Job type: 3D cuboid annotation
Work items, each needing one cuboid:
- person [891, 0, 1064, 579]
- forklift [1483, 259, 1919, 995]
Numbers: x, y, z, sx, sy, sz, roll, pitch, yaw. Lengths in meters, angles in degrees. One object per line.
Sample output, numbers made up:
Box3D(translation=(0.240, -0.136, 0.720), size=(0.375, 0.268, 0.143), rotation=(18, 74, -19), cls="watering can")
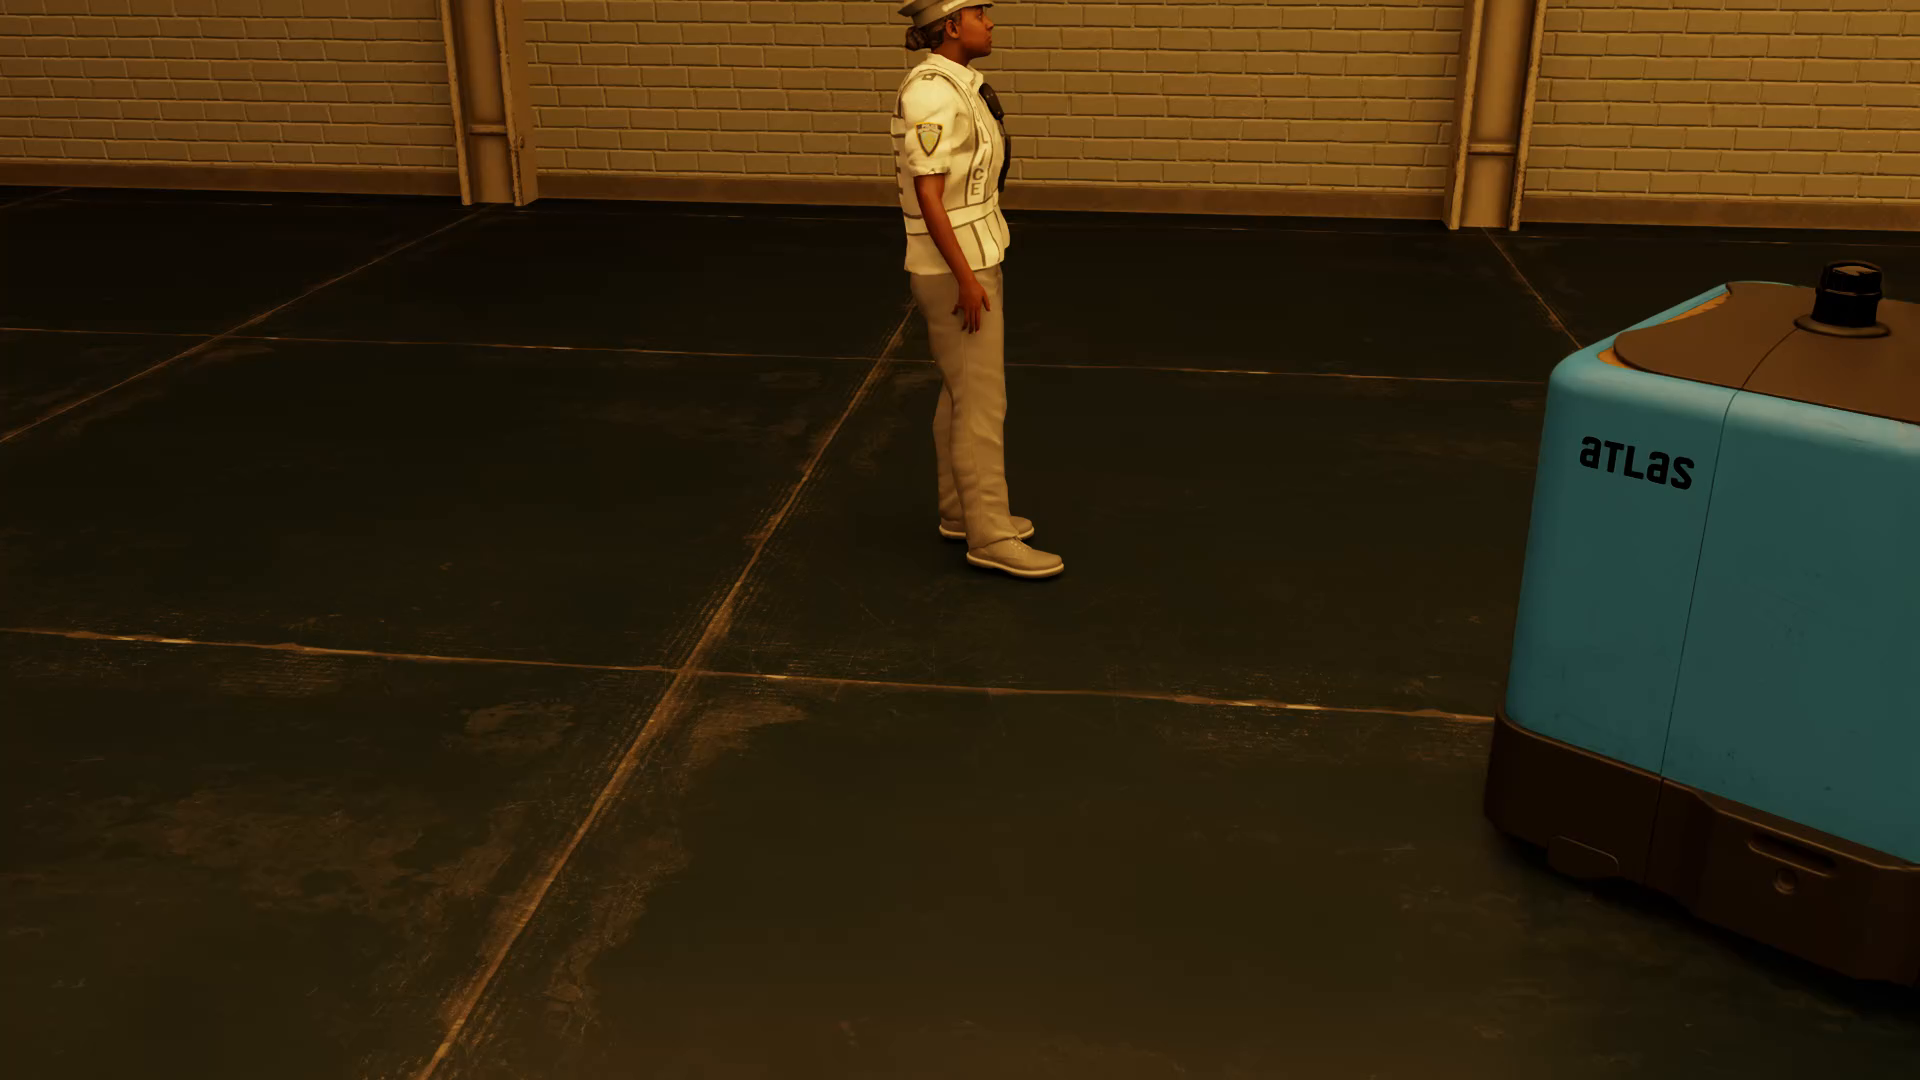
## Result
Box3D(translation=(0.073, -0.781, 4.828), size=(0.526, 1.697, 0.564), rotation=(3, 22, 7), cls="person")
Box3D(translation=(2.539, -0.465, 2.408), size=(3.031, 2.935, 1.130), rotation=(19, 29, 39), cls="forklift")
